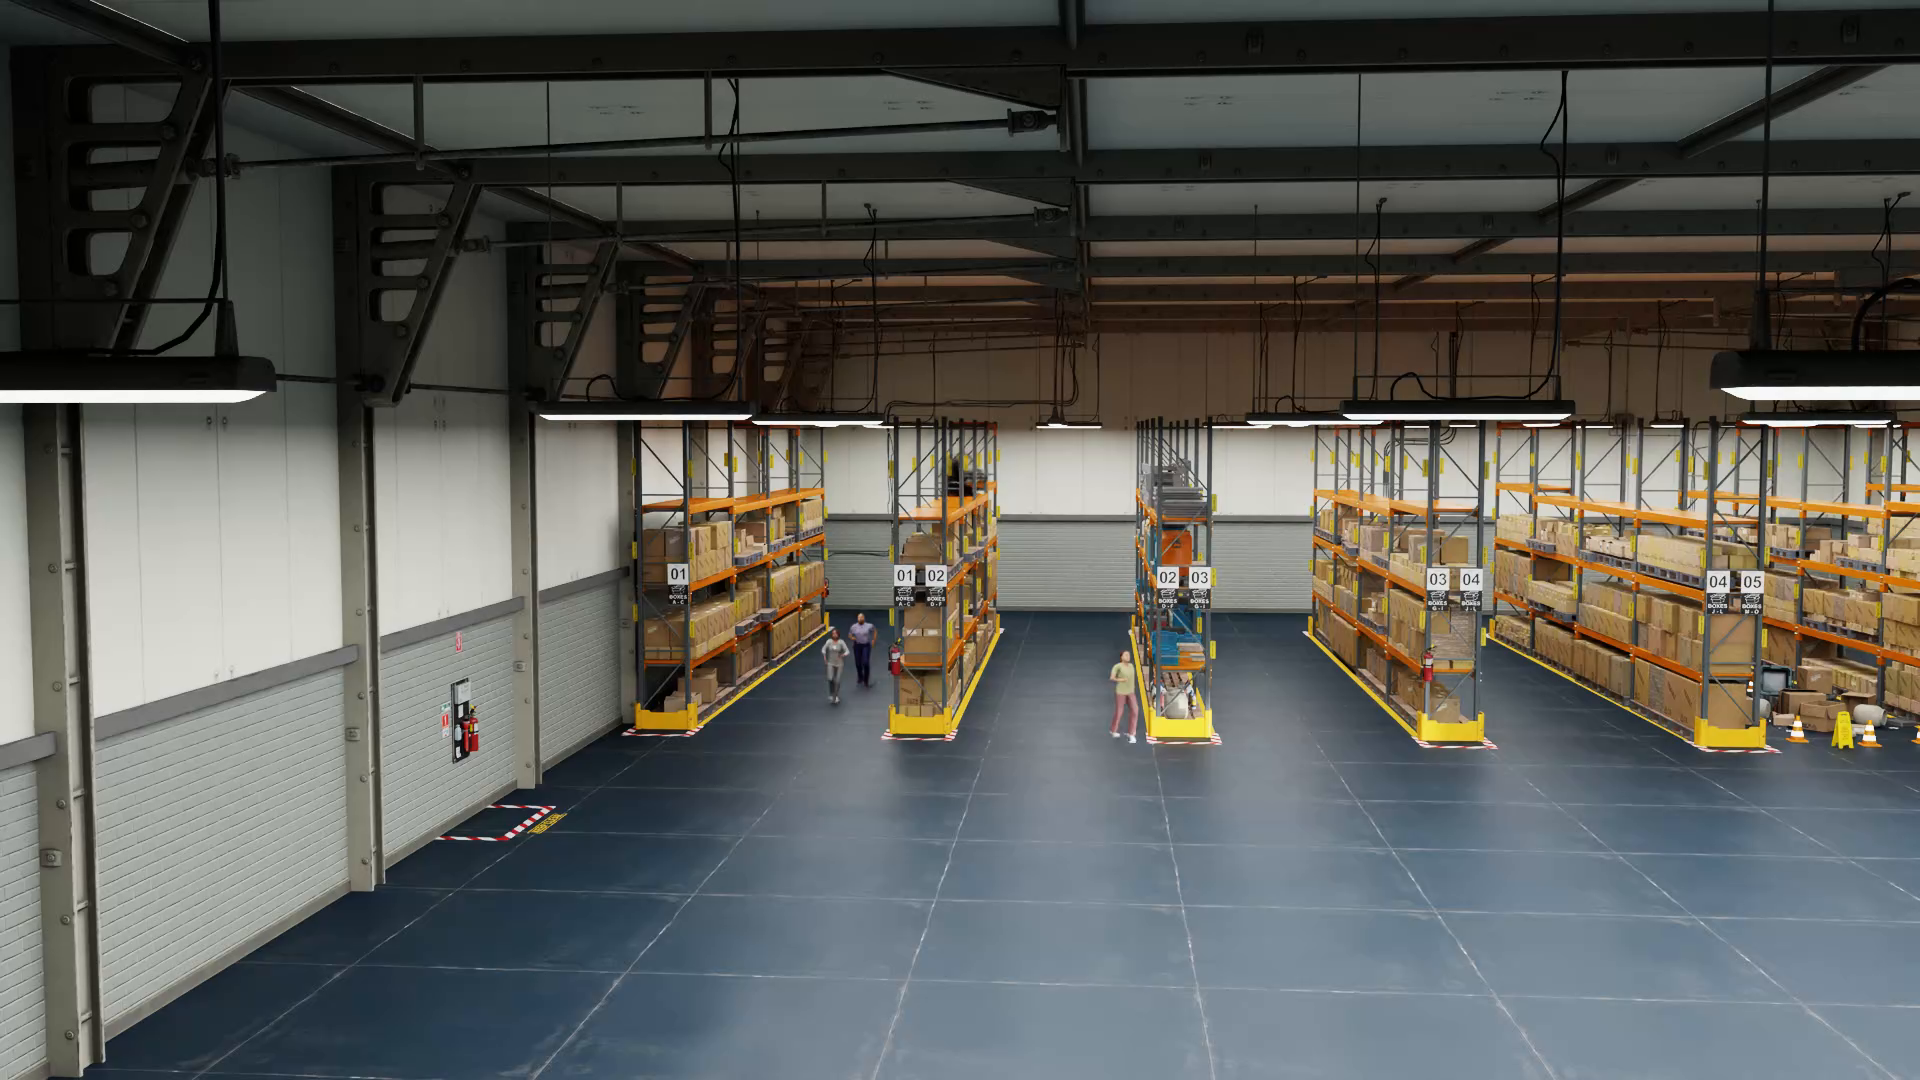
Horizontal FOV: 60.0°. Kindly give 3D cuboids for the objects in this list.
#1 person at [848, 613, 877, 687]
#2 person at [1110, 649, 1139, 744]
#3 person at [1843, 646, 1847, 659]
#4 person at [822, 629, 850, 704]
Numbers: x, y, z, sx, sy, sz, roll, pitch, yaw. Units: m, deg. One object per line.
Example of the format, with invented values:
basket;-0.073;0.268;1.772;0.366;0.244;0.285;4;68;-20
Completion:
person;-2.198;2.480;37.389;0.613;1.704;0.711;0;4;5
person;3.040;2.874;30.772;0.581;1.717;0.682;-2;4;-22
person;21.688;2.138;40.959;0.699;1.756;0.988;0;4;3
person;-2.611;2.646;34.890;0.593;1.577;0.557;0;4;1
